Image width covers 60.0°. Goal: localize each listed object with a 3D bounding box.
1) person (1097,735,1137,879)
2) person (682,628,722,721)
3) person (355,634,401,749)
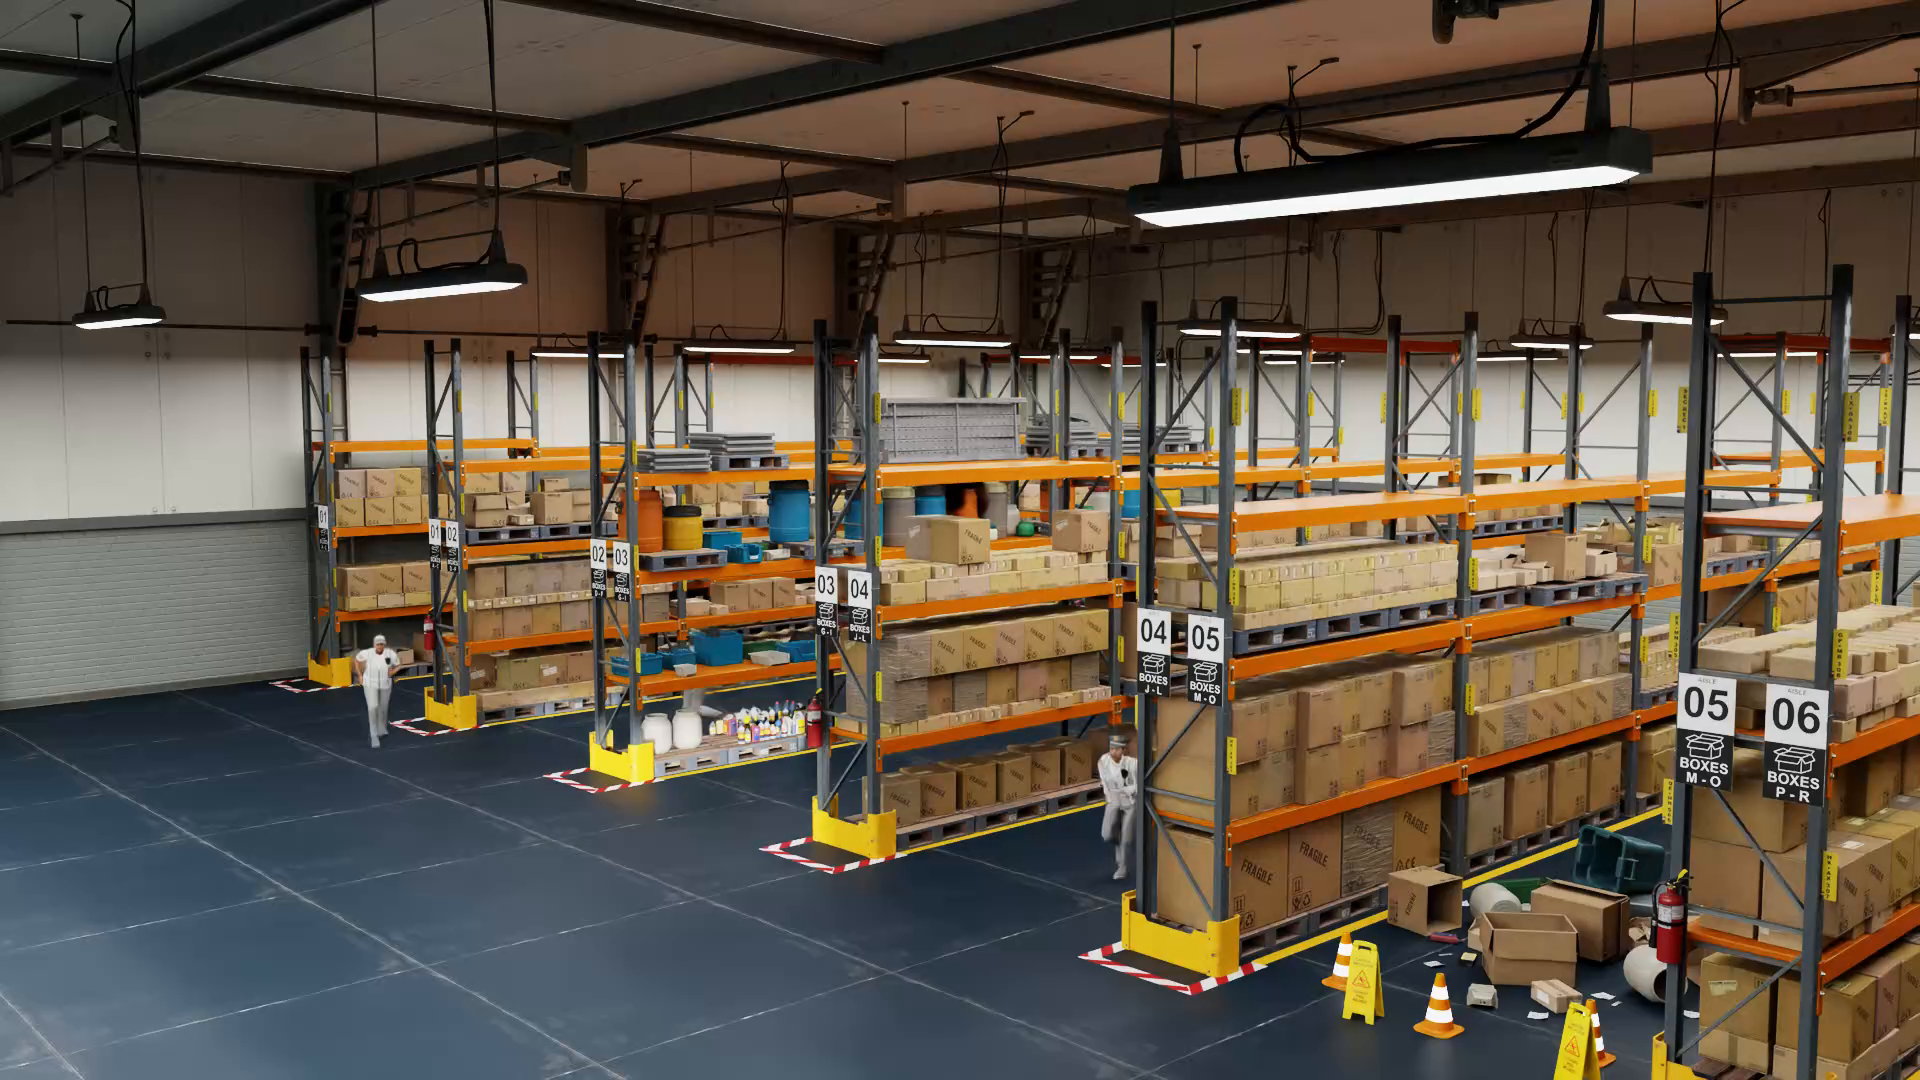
[{"bbox_3d":[1.676,2.820,17.591,0.601,1.612,0.689,2,5,23],"label":"person"},{"bbox_3d":[-3.936,2.133,25.053,0.665,1.659,0.571,-4,7,-42],"label":"person"},{"bbox_3d":[-8.596,2.190,24.600,0.639,1.636,0.946,-2,6,-25],"label":"person"}]
